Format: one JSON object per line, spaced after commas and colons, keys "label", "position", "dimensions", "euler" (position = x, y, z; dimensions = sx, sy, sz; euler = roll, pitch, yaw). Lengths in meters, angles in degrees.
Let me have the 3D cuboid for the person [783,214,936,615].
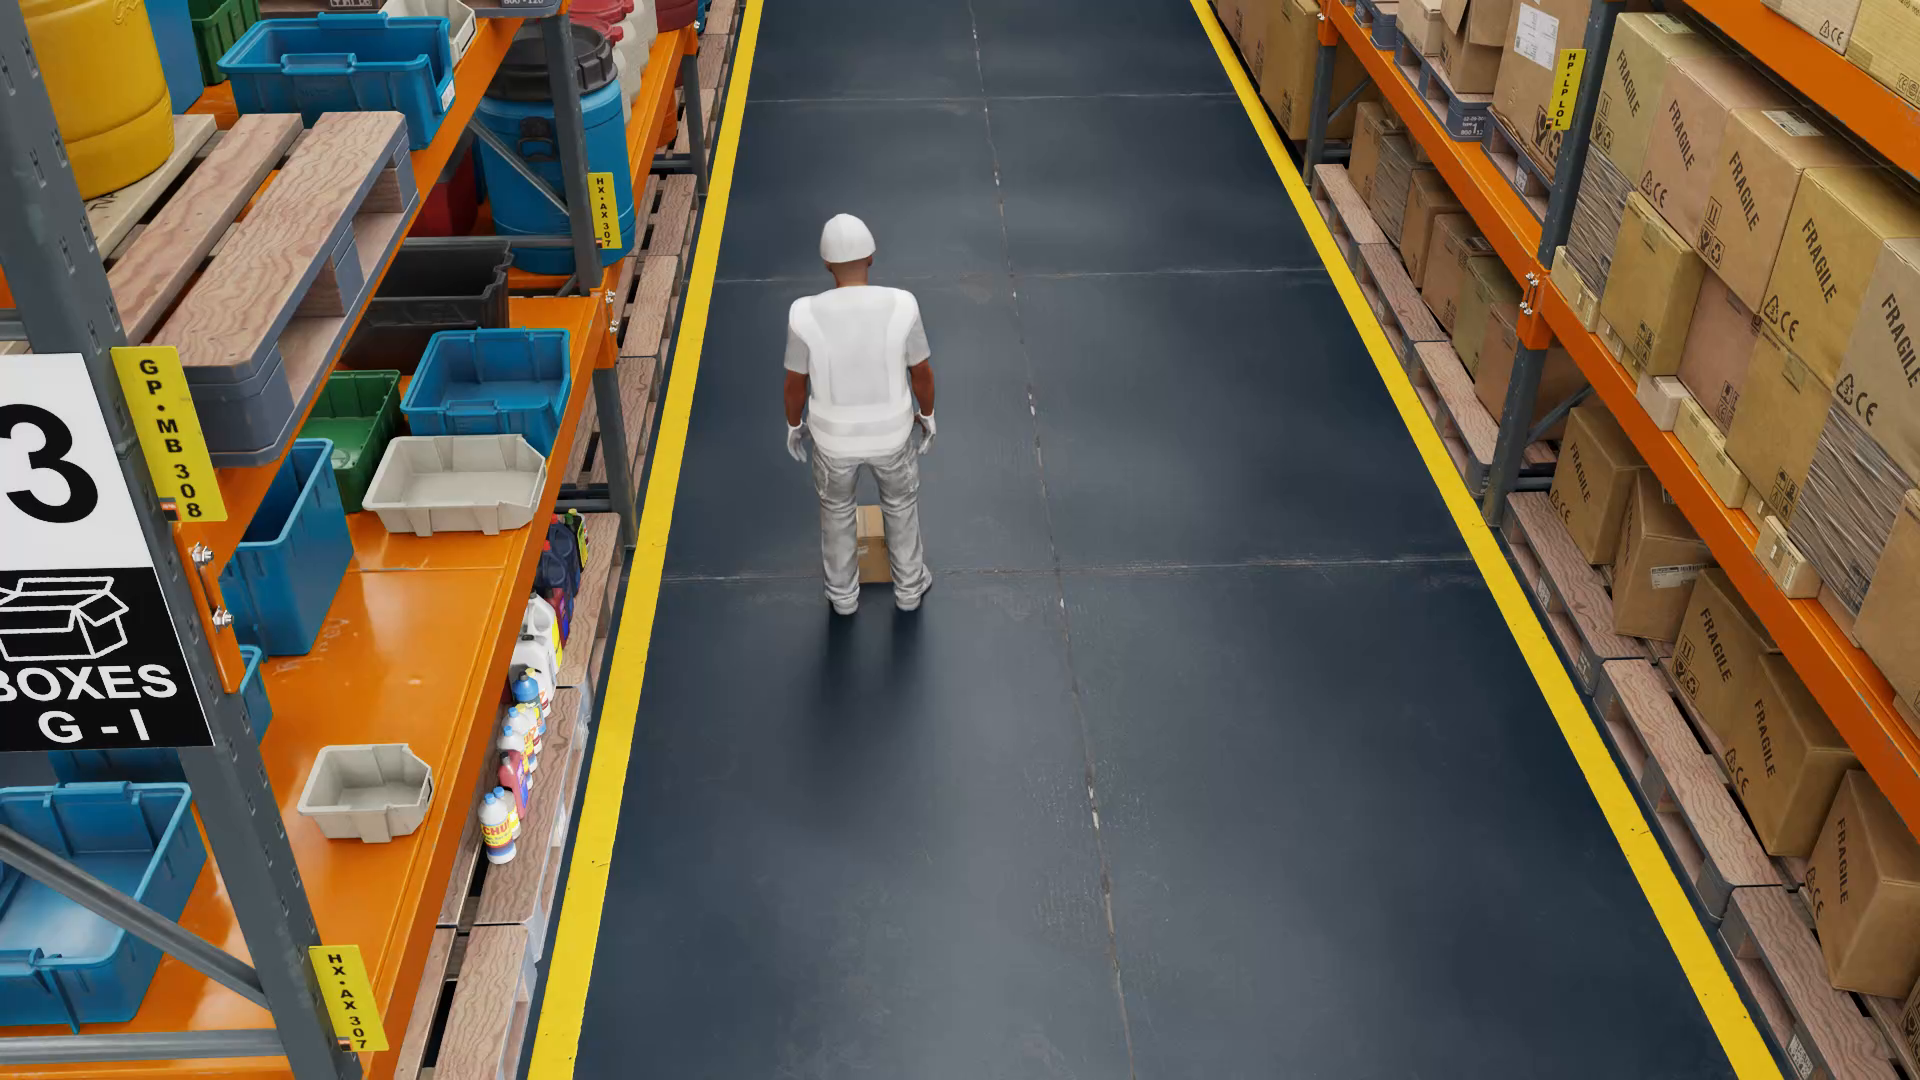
{"label": "person", "position": [-0.404, -0.472, 6.814], "dimensions": [0.618, 1.772, 0.451], "euler": [-3, 35, -5]}
